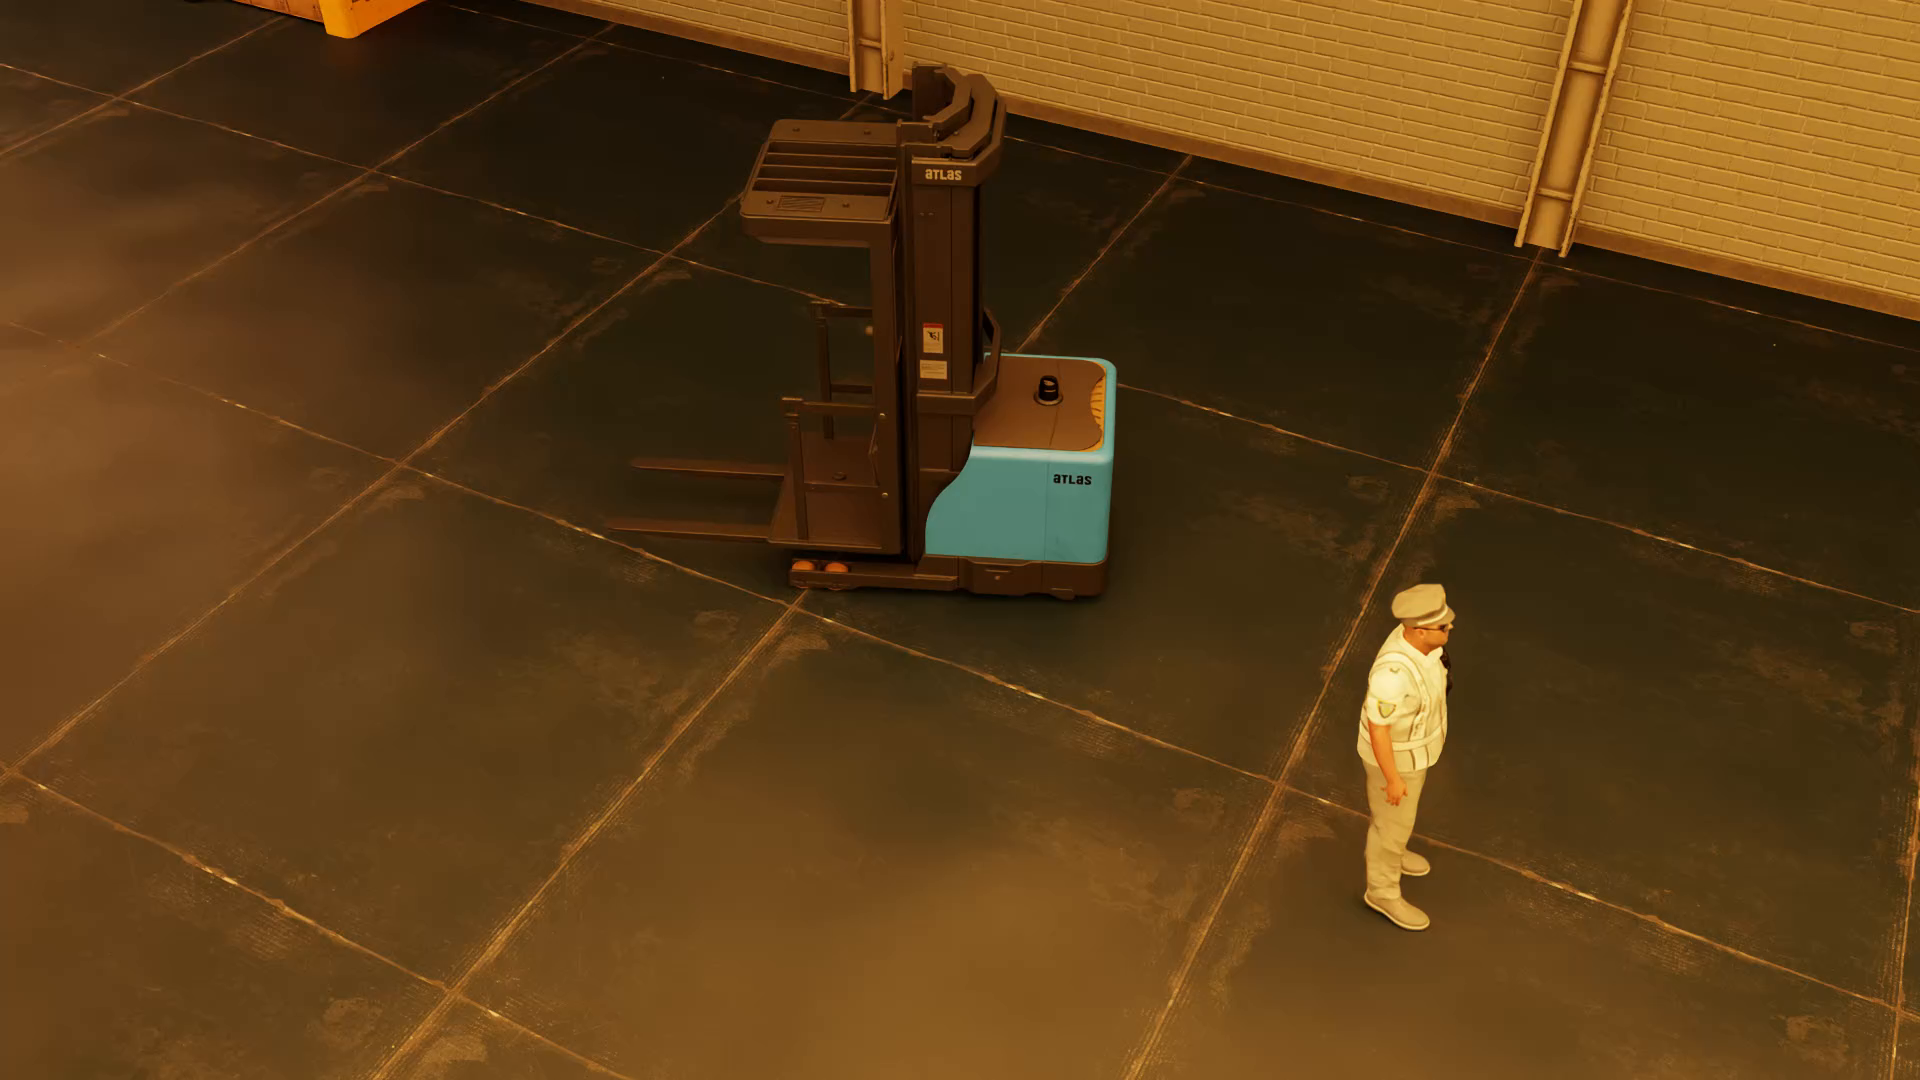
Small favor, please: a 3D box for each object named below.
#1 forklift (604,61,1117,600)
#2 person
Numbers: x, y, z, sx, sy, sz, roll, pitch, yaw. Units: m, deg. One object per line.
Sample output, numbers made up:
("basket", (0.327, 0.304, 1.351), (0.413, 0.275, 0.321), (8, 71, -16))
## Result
("forklift", (-0.606, -1.157, 9.360), (3.031, 2.935, 1.130), (3, 40, 4))
("person", (2.127, 0.969, 7.723), (0.557, 1.787, 0.628), (19, 44, 21))
